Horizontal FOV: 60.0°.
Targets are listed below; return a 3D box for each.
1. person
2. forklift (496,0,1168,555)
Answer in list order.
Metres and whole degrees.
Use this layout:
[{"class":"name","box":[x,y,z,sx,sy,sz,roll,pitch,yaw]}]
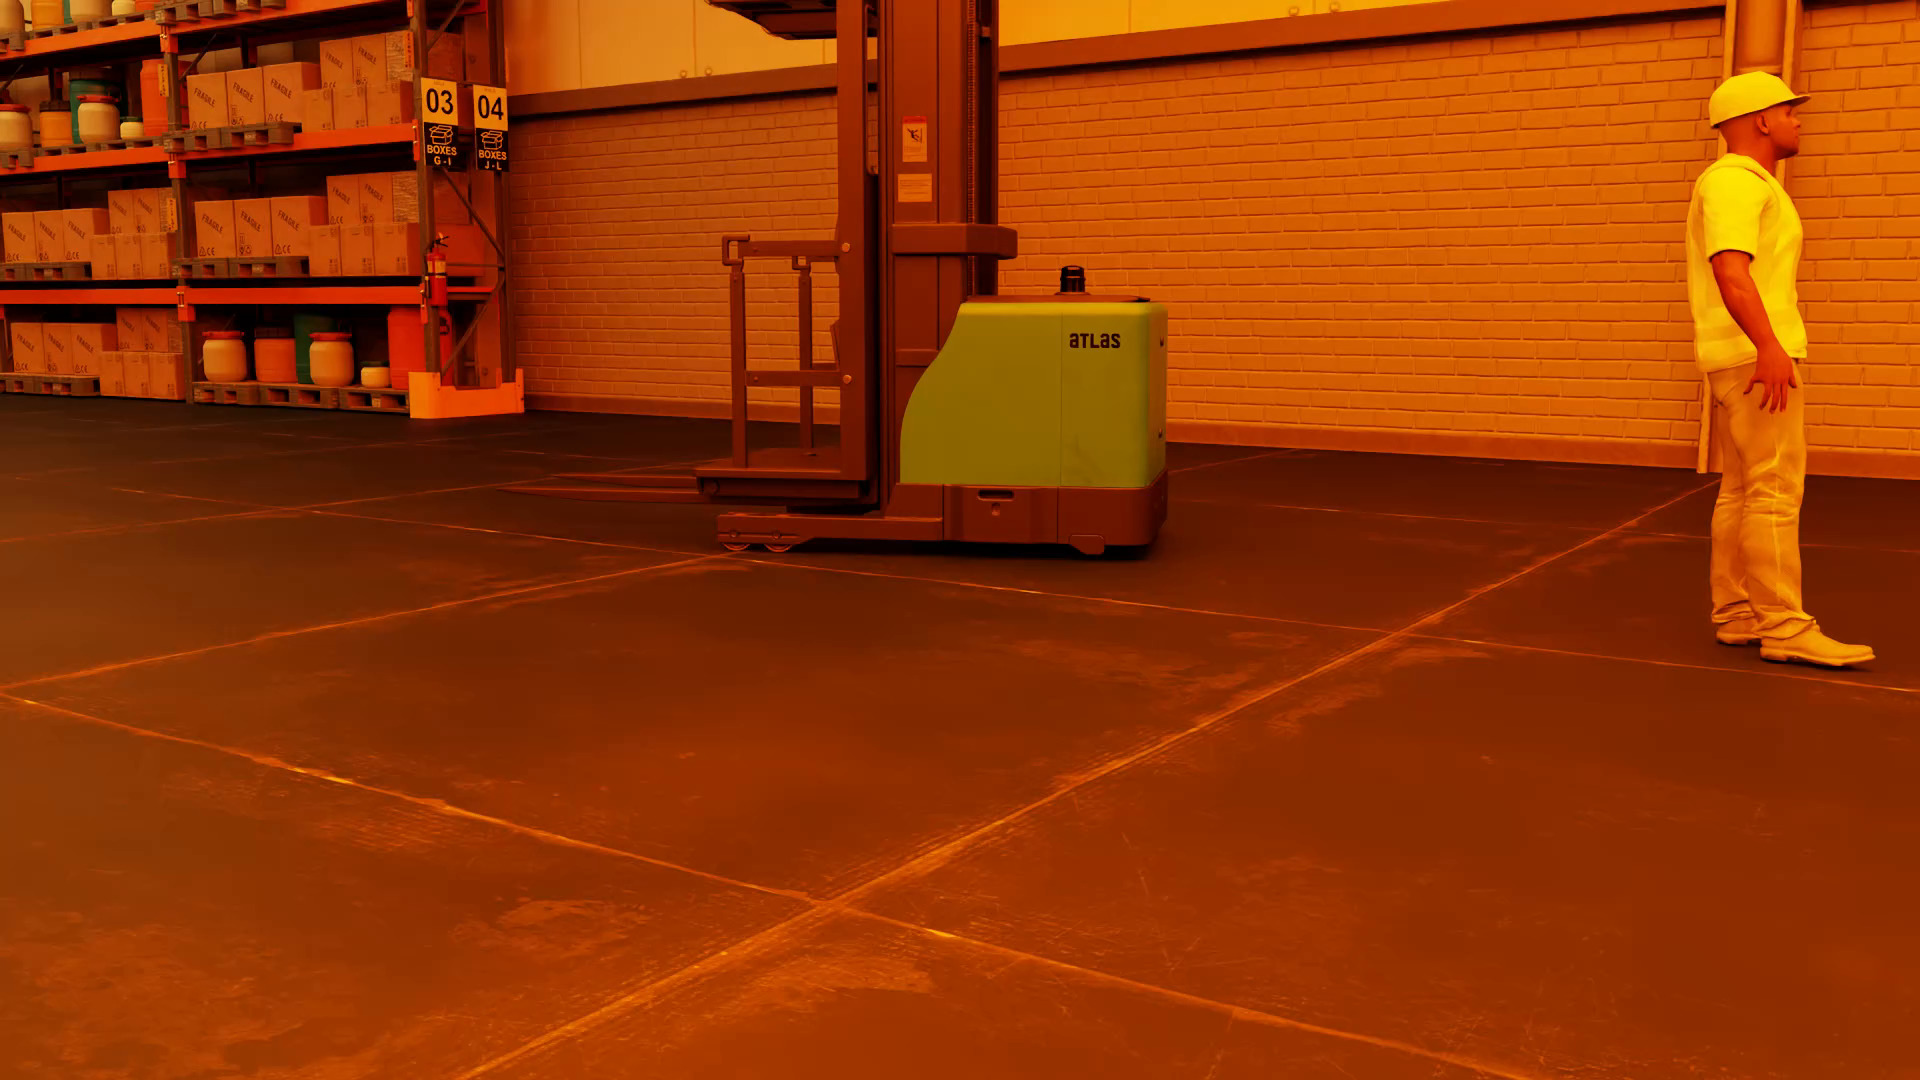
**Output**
[{"class":"person","box":[2.523,-0.546,5.117,0.577,1.765,0.666,3,9,22]},{"class":"forklift","box":[-0.596,-1.469,7.520,3.031,2.935,1.130,2,8,12]}]
